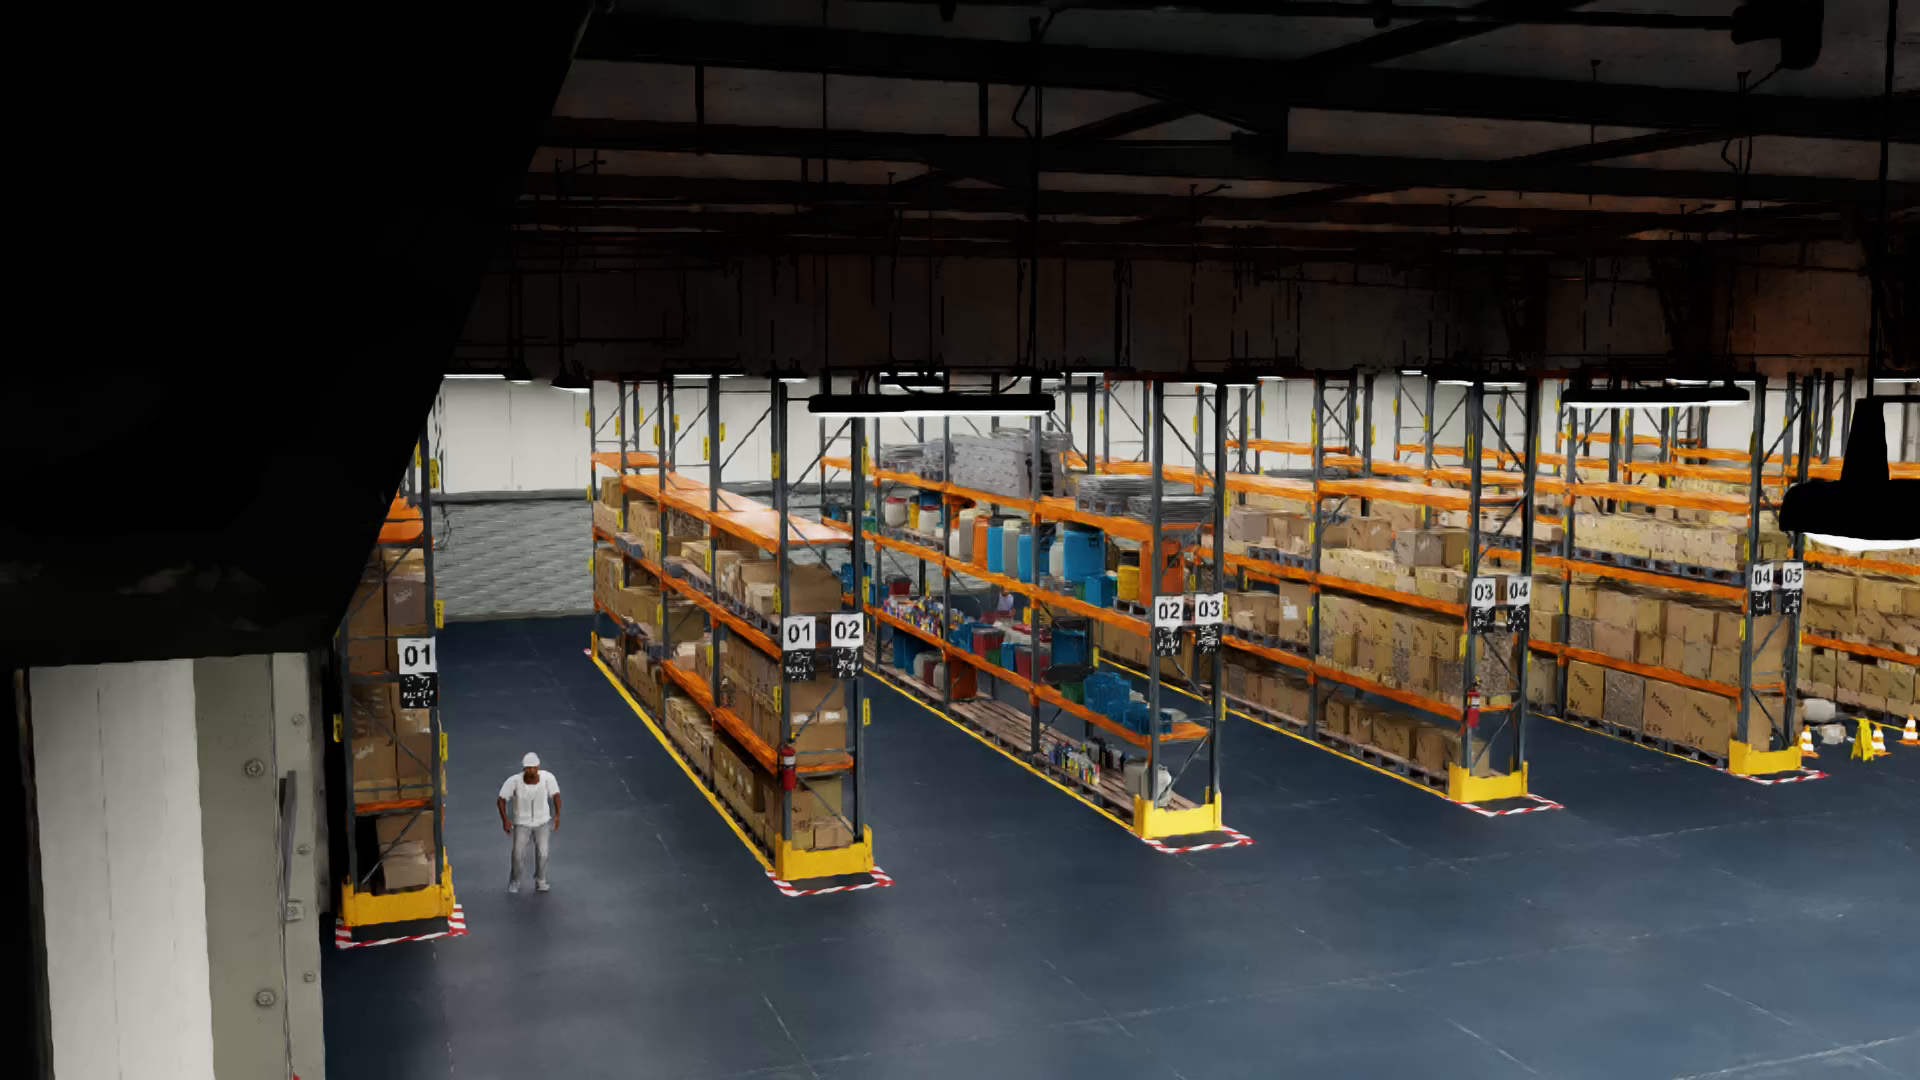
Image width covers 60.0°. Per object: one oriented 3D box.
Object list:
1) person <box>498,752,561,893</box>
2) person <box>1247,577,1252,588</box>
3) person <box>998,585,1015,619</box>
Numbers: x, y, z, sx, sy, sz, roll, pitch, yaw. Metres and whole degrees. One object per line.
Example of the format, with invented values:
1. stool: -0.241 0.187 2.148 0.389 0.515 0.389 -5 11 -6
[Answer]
1. person: -5.041 3.314 19.516 0.719 1.714 0.578 -3 7 -22
2. person: 7.610 0.505 44.457 0.611 1.753 0.579 2 7 15
3. person: 0.919 1.677 34.692 0.478 1.554 1.083 -3 7 -22
